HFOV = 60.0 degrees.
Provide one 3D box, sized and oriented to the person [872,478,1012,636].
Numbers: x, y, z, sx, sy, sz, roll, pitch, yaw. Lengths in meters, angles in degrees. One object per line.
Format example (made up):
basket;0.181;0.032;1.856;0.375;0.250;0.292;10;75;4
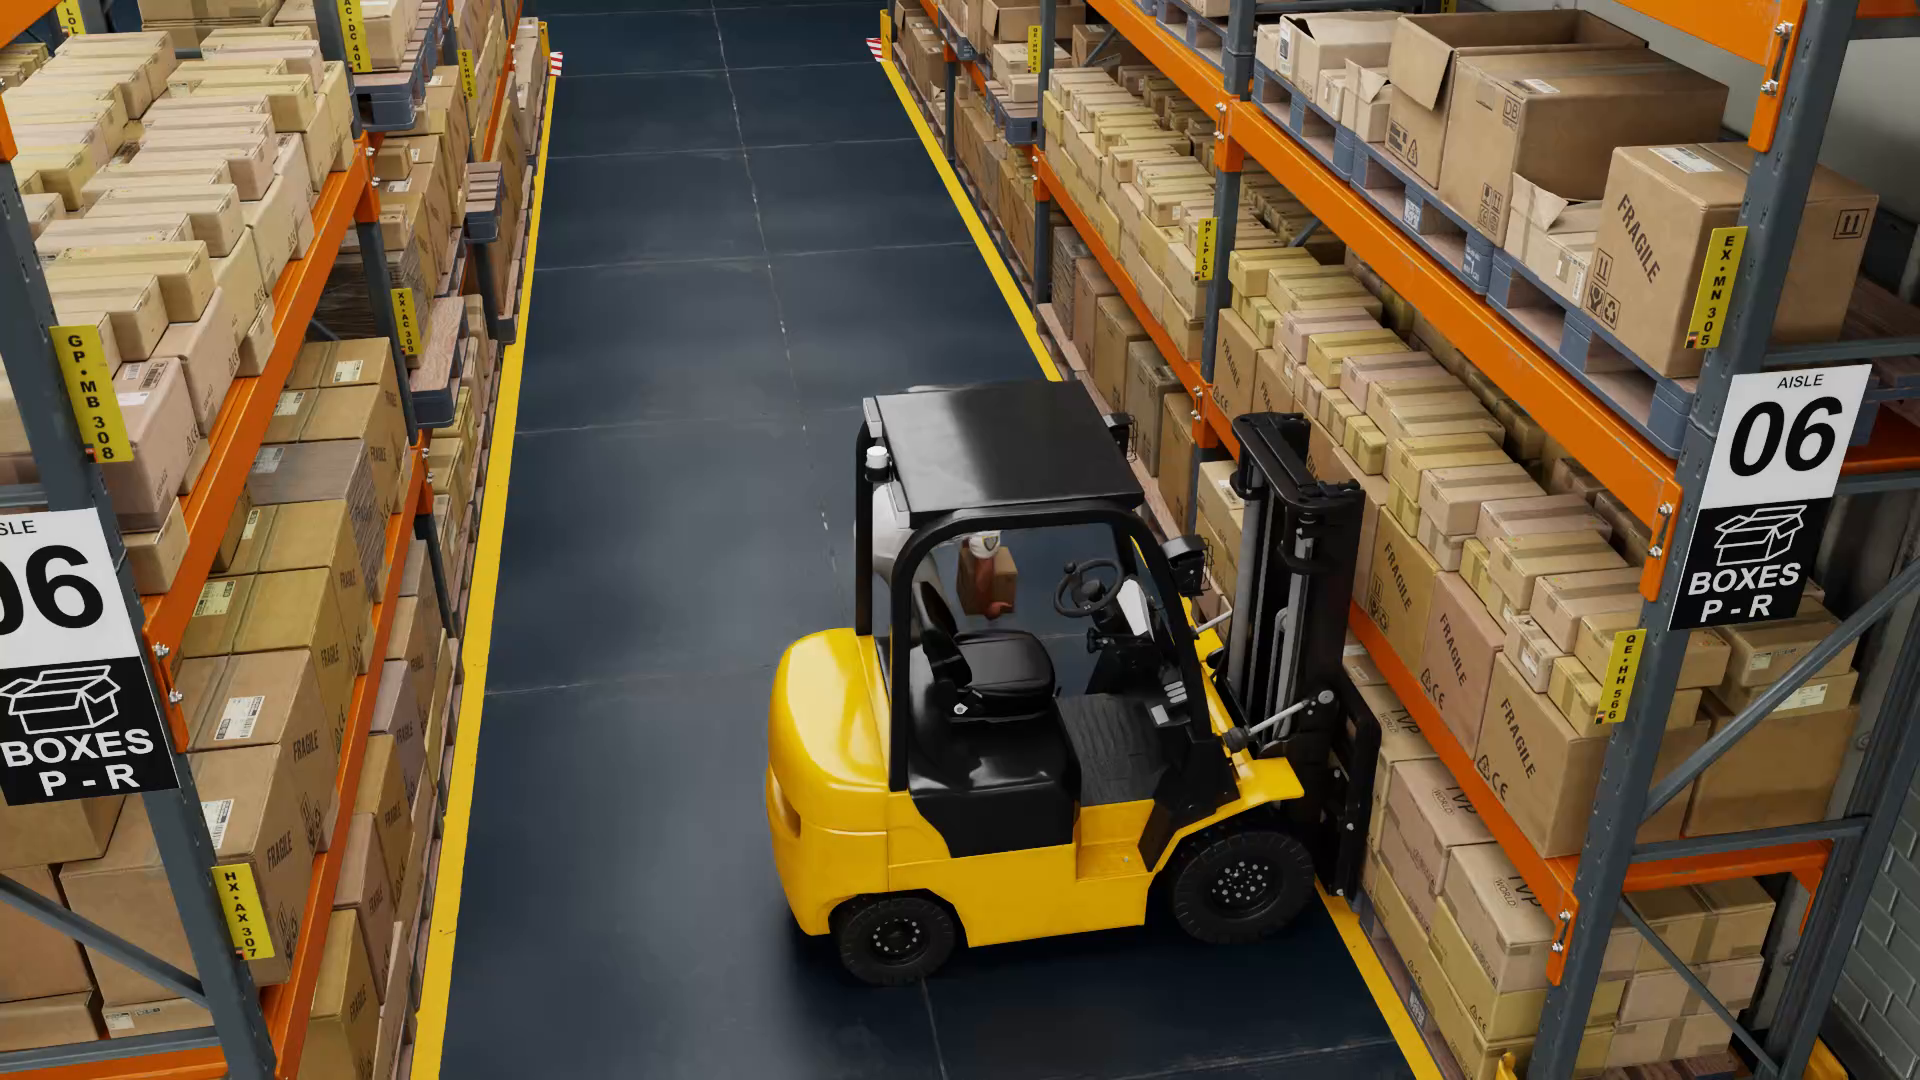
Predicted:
person;-0.002;0.135;8.359;1.016;1.295;0.486;-6;31;-10
